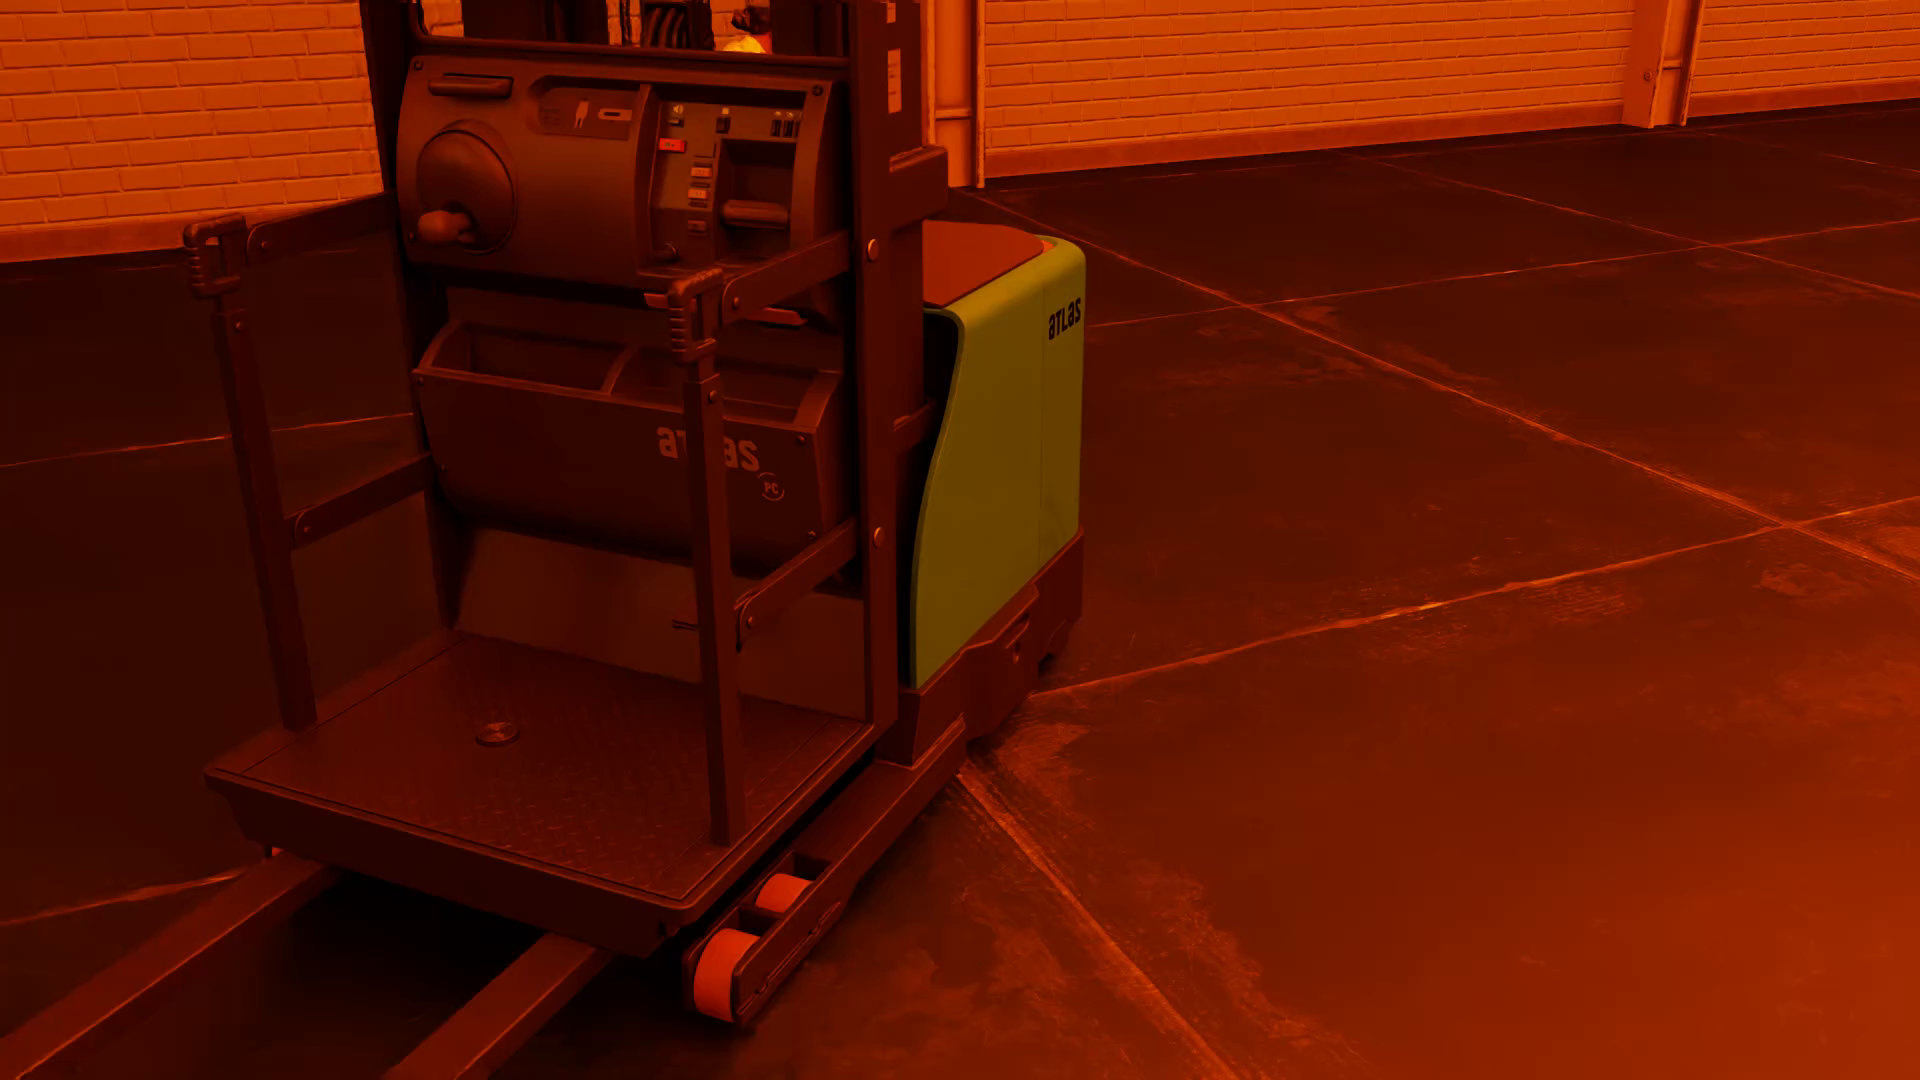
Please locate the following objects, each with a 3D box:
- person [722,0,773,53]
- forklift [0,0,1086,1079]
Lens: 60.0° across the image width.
[{"bbox_3d":[-0.627,-0.968,5.359,0.473,1.639,0.830,7,24,17],"label":"person"},{"bbox_3d":[-0.745,-0.670,2.898,1.130,2.935,3.031,10,25,22],"label":"forklift"}]
